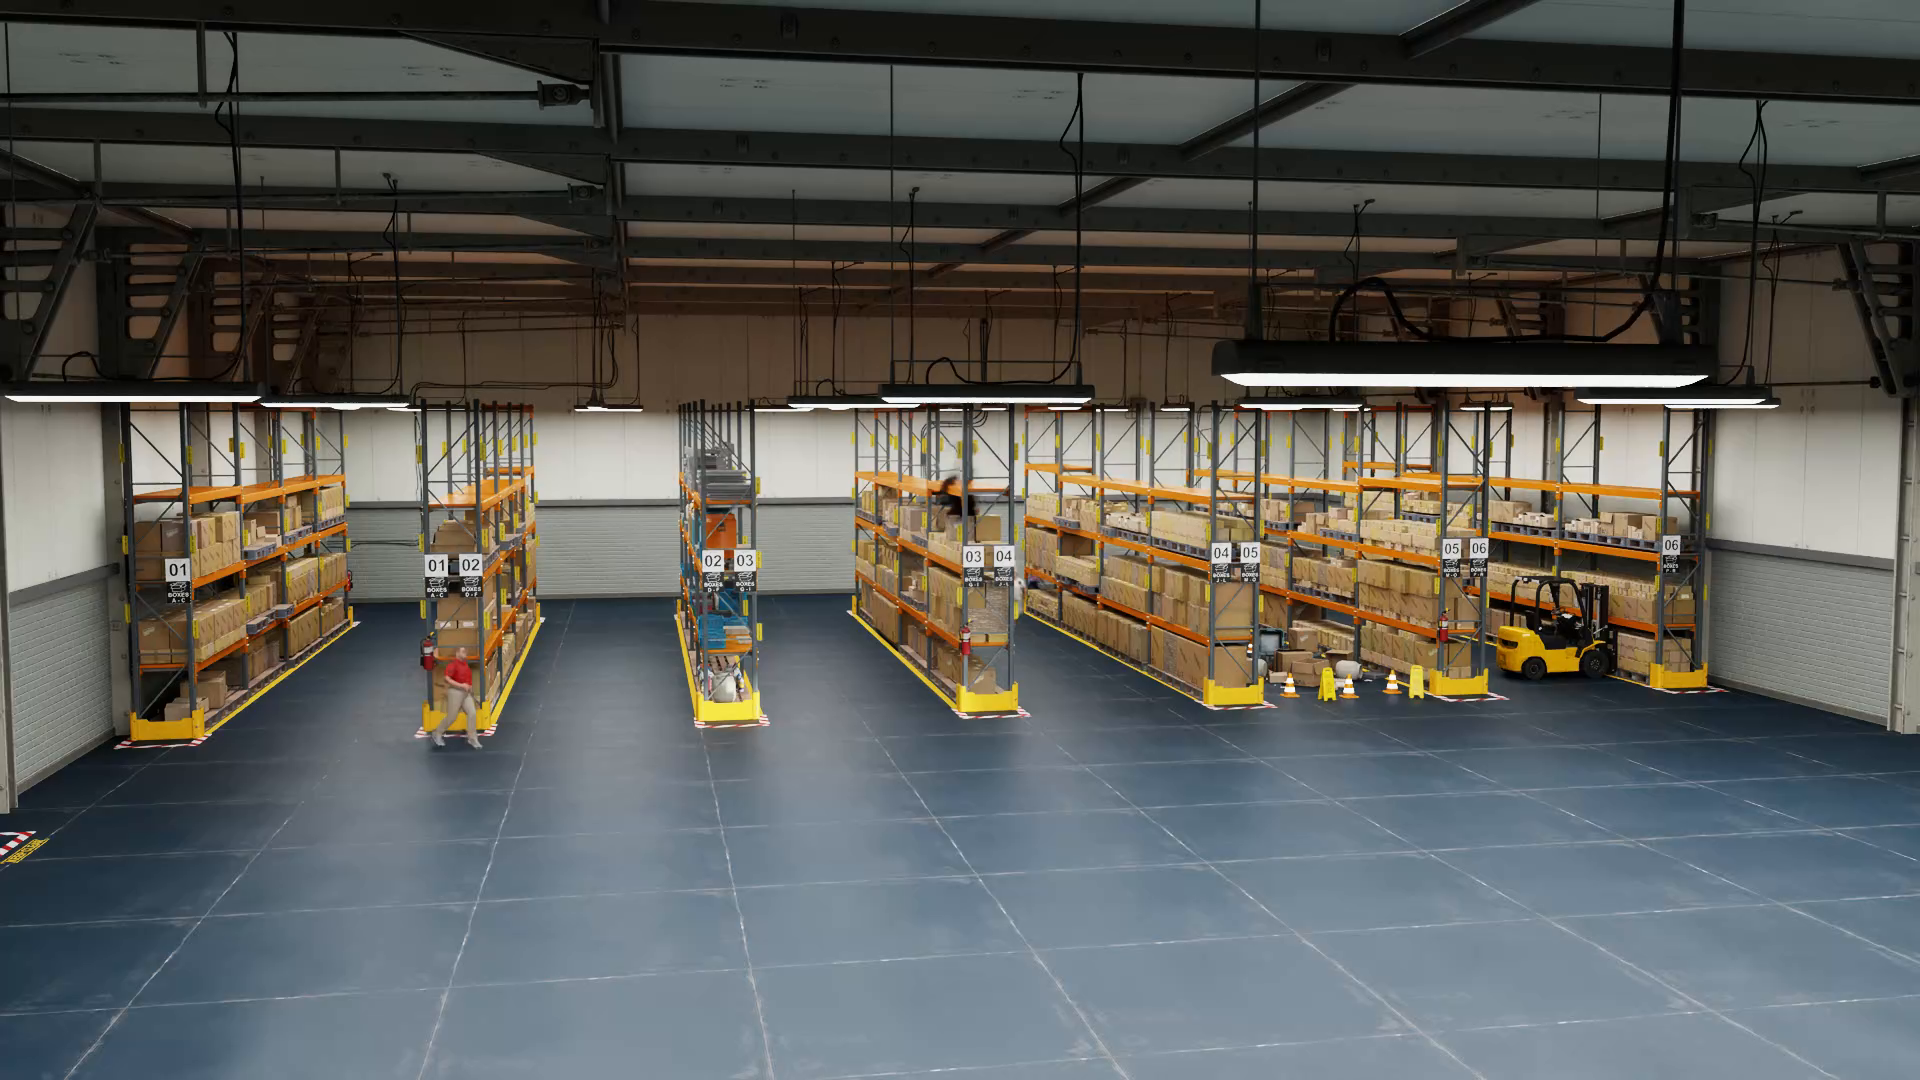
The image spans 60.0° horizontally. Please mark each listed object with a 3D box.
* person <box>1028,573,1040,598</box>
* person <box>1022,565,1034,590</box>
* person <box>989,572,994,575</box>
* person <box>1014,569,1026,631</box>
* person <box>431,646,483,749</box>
[{"bbox_3d":[2.236,1.200,49.939,0.683,1.563,0.665,0,4,5],"label":"person"},{"bbox_3d":[2.175,1.129,50.102,0.681,1.699,0.553,-3,5,-32],"label":"person"},{"bbox_3d":[0.957,1.210,49.101,0.518,1.641,0.596,-3,5,-31],"label":"person"},{"bbox_3d":[1.470,1.595,44.081,0.609,1.635,0.523,0,4,-4],"label":"person"},{"bbox_3d":[-8.615,2.697,28.657,0.945,1.738,0.706,1,5,19],"label":"person"}]
